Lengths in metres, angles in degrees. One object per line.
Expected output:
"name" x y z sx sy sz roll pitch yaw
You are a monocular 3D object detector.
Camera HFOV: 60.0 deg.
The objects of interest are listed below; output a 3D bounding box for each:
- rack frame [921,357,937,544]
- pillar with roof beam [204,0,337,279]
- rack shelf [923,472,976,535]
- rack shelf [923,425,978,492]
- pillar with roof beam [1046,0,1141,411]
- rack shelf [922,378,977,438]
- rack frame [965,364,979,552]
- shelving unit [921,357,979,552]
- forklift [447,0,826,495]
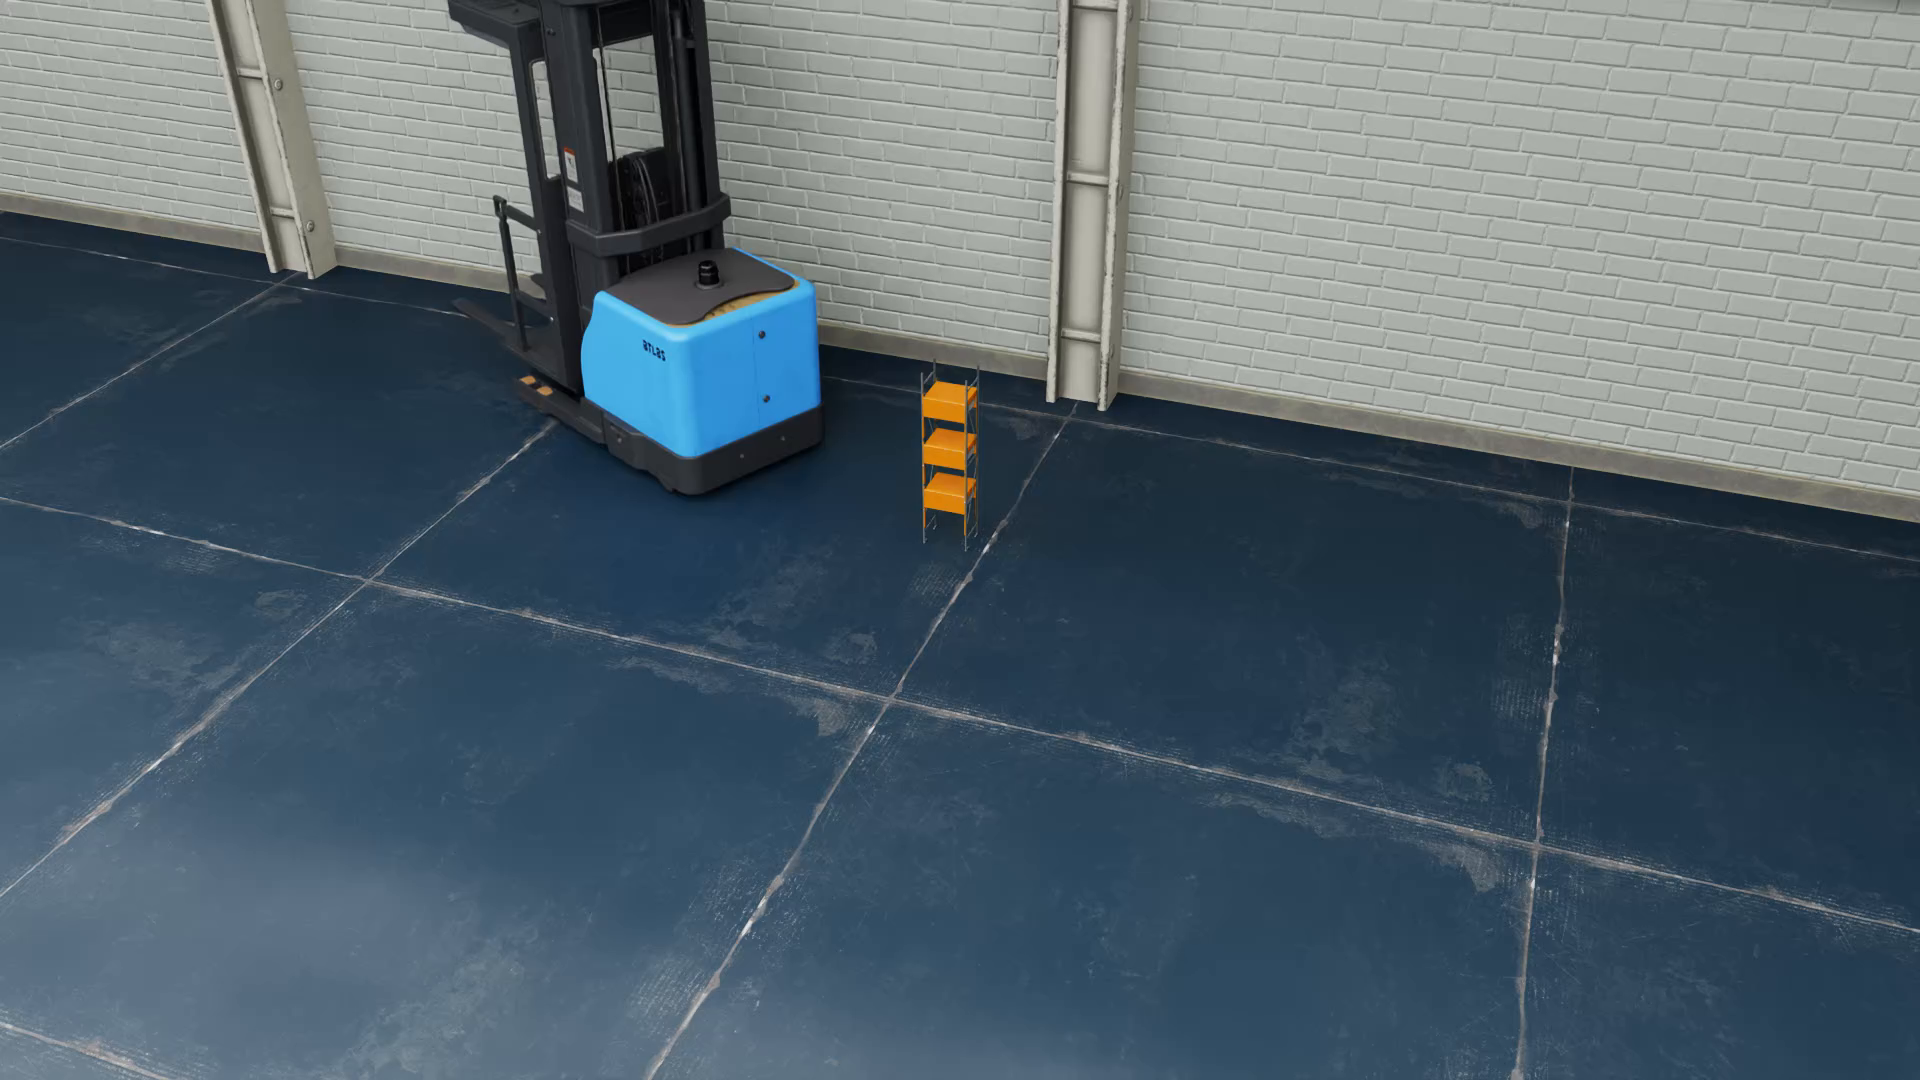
"rack frame" -0.165 -0.473 8.983 0.008 1.050 0.200 11 34 16
"pillar with roof beam" -6.316 -3.606 6.507 0.400 9.000 9.100 11 34 16
"rack shelf" -0.050 -0.208 9.105 0.240 0.259 0.215 11 34 16
"rack shelf" -0.050 -0.442 8.954 0.240 0.259 0.215 11 34 16
"pillar with roof beam" -0.668 -2.508 4.806 0.400 9.000 9.100 11 34 16
"rack shelf" -0.050 -0.680 8.800 0.240 0.259 0.215 11 34 16
"rack frame" 0.064 -0.429 8.914 0.008 1.050 0.200 11 34 16
"shelving unit" -0.050 -0.451 8.948 0.252 1.050 0.215 11 34 16
"forklift" -2.187 -2.198 9.919 1.130 2.935 3.031 -27 42 -35
